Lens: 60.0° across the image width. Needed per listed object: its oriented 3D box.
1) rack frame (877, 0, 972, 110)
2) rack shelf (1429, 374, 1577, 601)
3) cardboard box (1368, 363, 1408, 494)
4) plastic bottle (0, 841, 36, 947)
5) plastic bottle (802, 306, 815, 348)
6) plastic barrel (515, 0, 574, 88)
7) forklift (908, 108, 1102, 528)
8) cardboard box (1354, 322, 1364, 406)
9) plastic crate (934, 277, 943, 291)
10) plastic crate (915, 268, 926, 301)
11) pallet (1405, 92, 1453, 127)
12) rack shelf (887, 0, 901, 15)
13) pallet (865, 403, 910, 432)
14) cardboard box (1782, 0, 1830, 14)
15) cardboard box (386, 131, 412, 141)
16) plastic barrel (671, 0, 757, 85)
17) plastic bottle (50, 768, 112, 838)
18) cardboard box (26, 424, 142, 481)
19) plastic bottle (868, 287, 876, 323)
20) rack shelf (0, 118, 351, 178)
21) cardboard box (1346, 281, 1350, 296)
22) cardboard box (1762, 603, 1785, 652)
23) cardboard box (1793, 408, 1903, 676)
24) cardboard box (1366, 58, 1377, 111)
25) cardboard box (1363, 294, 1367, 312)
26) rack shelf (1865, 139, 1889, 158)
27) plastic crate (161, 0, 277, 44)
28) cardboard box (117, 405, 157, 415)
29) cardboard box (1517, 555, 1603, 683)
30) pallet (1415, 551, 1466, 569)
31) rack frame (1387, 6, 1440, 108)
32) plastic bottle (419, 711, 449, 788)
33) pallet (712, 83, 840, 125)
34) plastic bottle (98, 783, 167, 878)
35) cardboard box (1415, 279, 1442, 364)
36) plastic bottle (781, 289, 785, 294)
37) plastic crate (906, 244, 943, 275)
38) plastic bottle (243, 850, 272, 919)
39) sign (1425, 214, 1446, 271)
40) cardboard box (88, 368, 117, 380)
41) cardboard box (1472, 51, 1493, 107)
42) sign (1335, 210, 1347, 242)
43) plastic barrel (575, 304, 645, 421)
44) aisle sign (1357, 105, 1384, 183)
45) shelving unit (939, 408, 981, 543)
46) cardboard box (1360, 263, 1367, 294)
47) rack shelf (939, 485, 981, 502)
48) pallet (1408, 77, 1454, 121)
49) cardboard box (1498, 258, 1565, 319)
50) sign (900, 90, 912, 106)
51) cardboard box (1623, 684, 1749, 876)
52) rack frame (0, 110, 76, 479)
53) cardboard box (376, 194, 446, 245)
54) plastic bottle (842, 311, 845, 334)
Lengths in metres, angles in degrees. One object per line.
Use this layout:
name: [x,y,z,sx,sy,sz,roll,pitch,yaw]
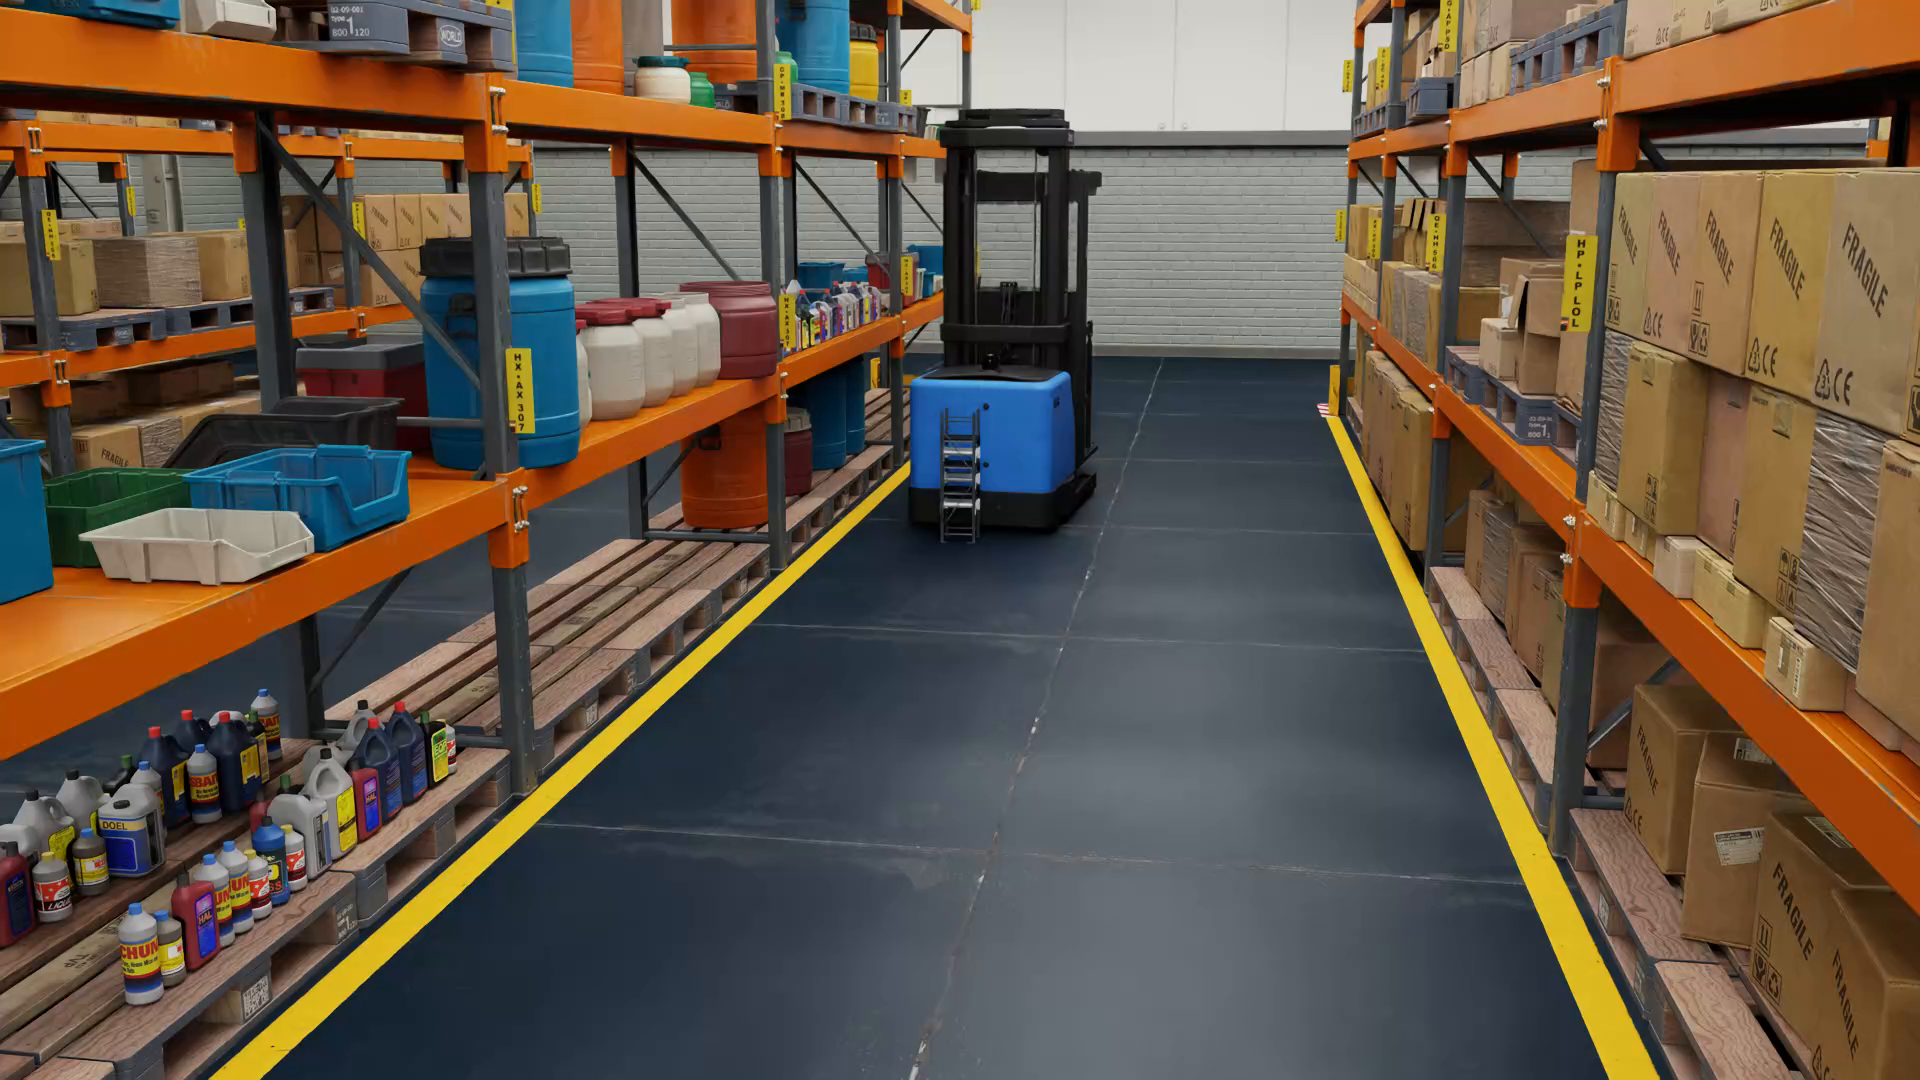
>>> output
rack frame: [-0.379,-5.886,17.445,1.000,3.000,0.127,2,12,9]
rack shelf: [2.977,-0.359,7.749,1.077,0.370,4.000,2,12,9]
cardboard box: [3.685,-0.807,12.164,1.225,0.875,0.875,1,12,7]
plastic bottle: [-2.819,1.045,4.926,0.061,0.283,0.133,2,12,9]
plastic bottle: [-1.051,-1.481,11.523,0.061,0.283,0.133,2,12,9]
plastic barrel: [-2.159,-2.552,7.904,0.600,0.901,0.708,2,12,9]
forklift: [0.471,-1.780,12.796,1.130,2.935,3.031,3,12,13]
cardboard box: [4.496,-1.824,16.881,0.875,0.875,0.875,2,12,9]
plastic crate: [-0.384,-2.618,17.006,0.396,0.136,0.243,2,12,9]
plastic crate: [-0.577,-2.404,15.666,0.437,0.282,0.530,2,12,9]
pallet: [3.501,-2.870,11.019,1.003,0.211,1.213,2,12,11]
rack shelf: [-1.302,-4.090,11.767,1.077,0.370,4.000,2,12,9]
pallet: [-0.734,-1.166,16.405,1.003,0.211,1.213,2,12,9]
cardboard box: [2.111,-1.279,3.544,0.500,0.250,0.500,2,12,8]
cardboard box: [-5.488,-3.872,15.576,0.500,0.250,0.500,2,12,9]
plastic barrel: [-1.519,-3.288,10.492,0.600,0.830,0.708,2,12,9]
plastic bottle: [-2.853,0.907,5.408,0.144,0.351,0.185,2,12,8]
cardboard box: [-6.151,-0.528,11.711,0.500,0.500,0.500,2,12,11]
plastic bottle: [-0.726,-1.921,13.566,0.061,0.283,0.133,2,12,9]
rack shelf: [-6.195,-2.980,12.789,1.077,0.370,4.000,2,12,9]
cardboard box: [4.057,-2.500,16.570,0.380,0.149,0.250,2,12,7]
cardboard box: [2.128,0.229,3.906,0.380,0.149,0.250,2,12,9]
cardboard box: [2.244,0.019,3.340,0.875,0.500,0.500,2,12,9]
cardboard box: [4.283,-4.339,15.915,0.700,0.500,0.500,1,12,7]
cardboard box: [3.742,-2.072,14.584,0.380,0.149,0.250,2,12,10]
rack shelf: [9.093,-3.309,14.317,1.077,0.370,4.000,2,12,9]
plastic crate: [-2.072,-1.445,4.586,0.243,0.136,0.396,2,12,9]
cardboard box: [-6.511,-0.752,12.753,0.500,0.500,0.500,1,12,7]
cardboard box: [2.963,0.370,7.546,0.700,0.500,0.500,1,12,4]
pallet: [3.481,0.074,10.649,1.003,0.211,1.213,2,12,9]
rack frame: [3.900,-4.893,12.836,1.000,3.000,0.127,2,12,9]
plastic bottle: [-1.972,0.768,6.211,0.061,0.283,0.133,3,12,11]
pallet: [-1.395,-2.818,10.777,1.003,0.211,1.213,2,12,9]
plastic bottle: [-2.703,0.943,5.418,0.152,0.276,0.135,2,12,9]
cardboard box: [3.198,-1.391,10.589,0.500,0.500,0.500,2,12,8]
plastic bottle: [-1.498,-1.900,13.483,0.152,0.276,0.135,2,12,9]
plastic crate: [-0.246,-2.924,17.715,0.616,0.435,0.499,2,12,9]
plastic bottle: [-2.169,1.050,5.098,0.097,0.201,0.097,0,12,0]
sign: [2.736,-1.711,9.563,0.100,0.325,0.005,2,12,9]
cardboard box: [-10.177,-2.109,19.094,0.700,0.500,0.500,2,12,9]
cardboard box: [2.882,-2.324,8.393,0.500,0.250,0.500,2,12,10]
sign: [3.968,-3.274,17.322,0.100,0.325,0.005,2,12,9]
plastic barrel: [-1.748,-0.866,8.071,0.433,0.535,0.433,0,12,0]
aisle sign: [4.230,-4.088,17.173,0.394,0.787,0.004,2,12,9]
shelving unit: [0.001,-0.442,11.406,0.258,0.900,0.210,2,12,9]
cardboard box: [3.864,-2.347,14.912,0.500,0.250,0.500,2,12,10]
rack shelf: [0.001,-0.321,11.432,0.258,0.077,0.200,2,12,9]
pallet: [3.331,-2.637,9.938,1.213,0.211,1.003,2,12,11]
cardboard box: [3.241,-1.268,9.022,0.500,0.500,0.500,0,12,2]
sign: [-0.451,-3.573,13.812,0.100,0.325,0.005,2,12,9]
cardboard box: [2.569,0.804,5.580,0.500,0.500,0.500,1,12,7]
rack frame: [-6.503,-1.449,11.098,1.000,3.000,0.127,2,12,9]
cardboard box: [-5.379,-3.123,16.253,0.500,0.500,0.500,2,12,7]
plastic bottle: [-0.916,-1.649,12.495,0.097,0.201,0.097,0,12,0]
